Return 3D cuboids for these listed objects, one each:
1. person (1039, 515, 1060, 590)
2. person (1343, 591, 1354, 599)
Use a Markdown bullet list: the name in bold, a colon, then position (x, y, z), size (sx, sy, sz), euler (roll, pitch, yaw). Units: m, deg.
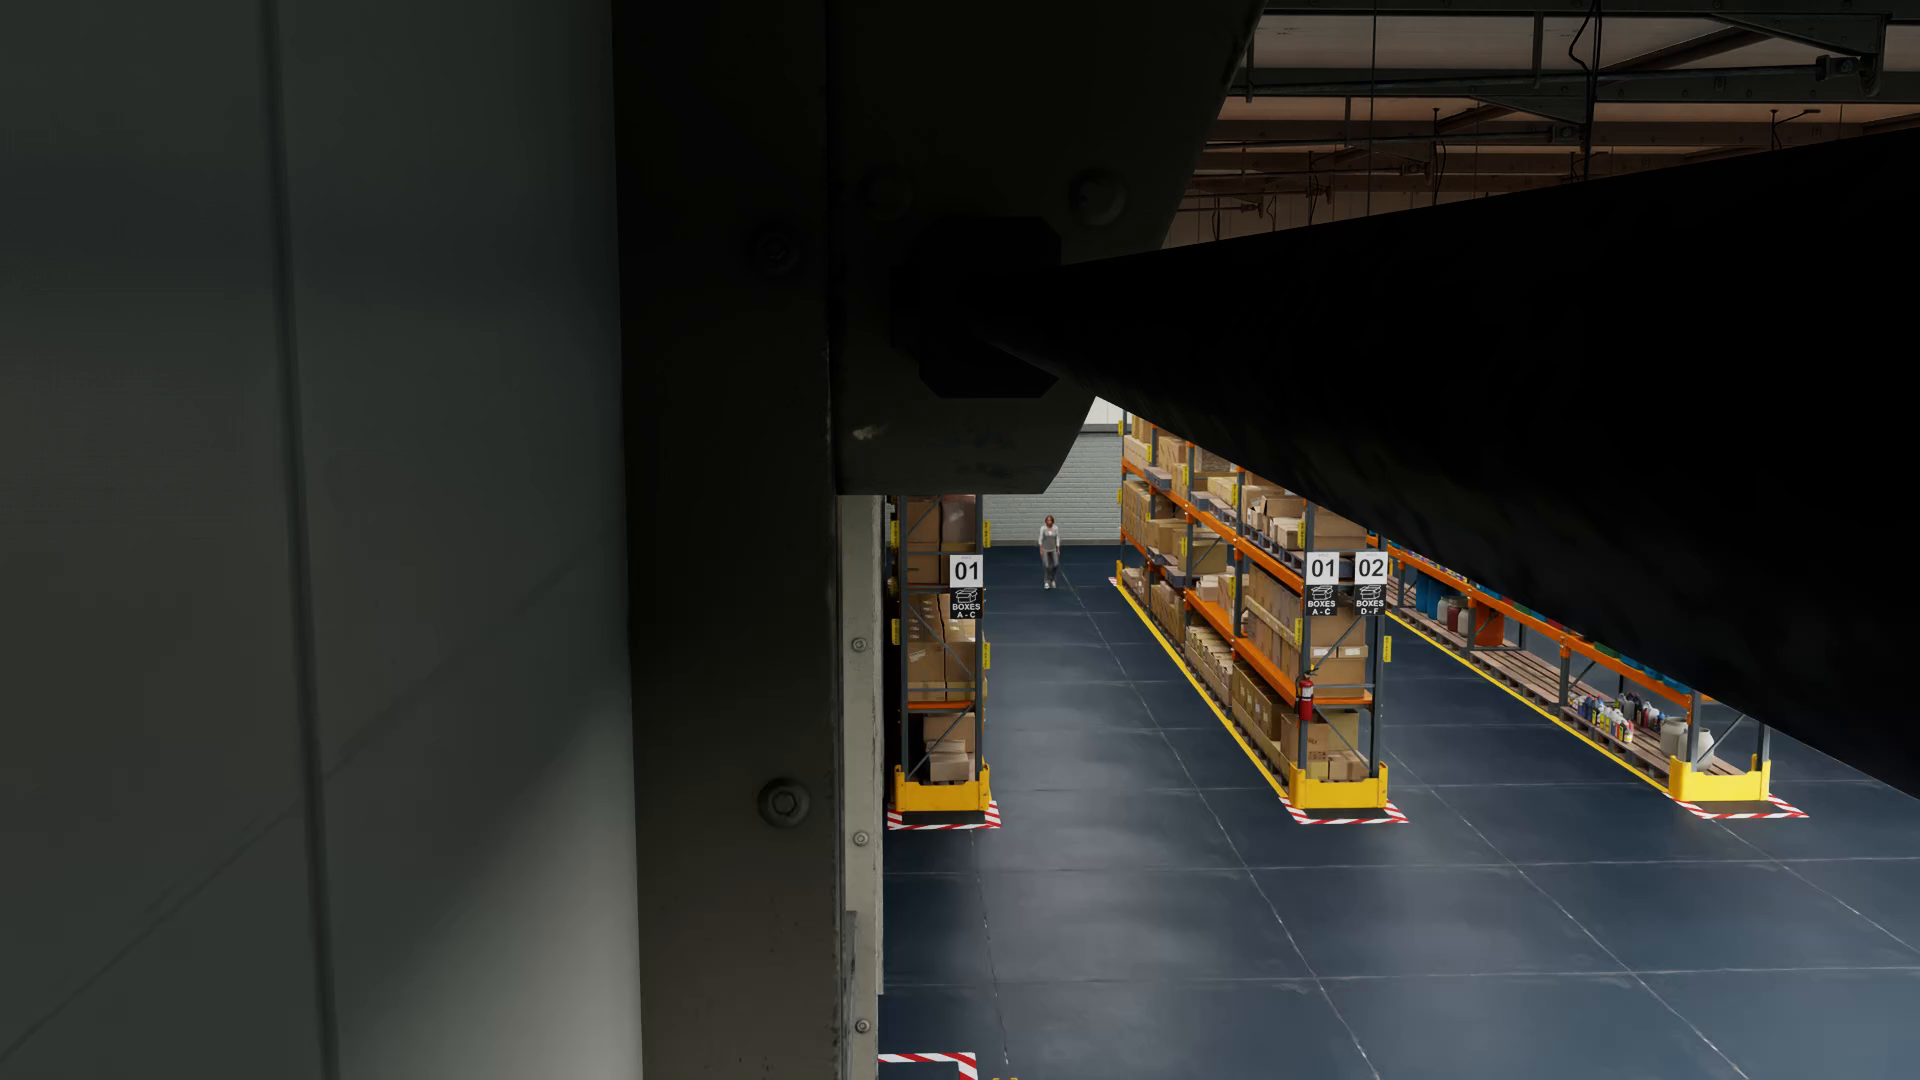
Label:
- **person**: position (1.926, 0.266, 35.775), size (0.457, 1.615, 0.460), euler (-1, 8, -6)
- **person**: position (7.261, 1.058, 30.147), size (0.556, 1.663, 1.074), euler (0, 8, -2)
